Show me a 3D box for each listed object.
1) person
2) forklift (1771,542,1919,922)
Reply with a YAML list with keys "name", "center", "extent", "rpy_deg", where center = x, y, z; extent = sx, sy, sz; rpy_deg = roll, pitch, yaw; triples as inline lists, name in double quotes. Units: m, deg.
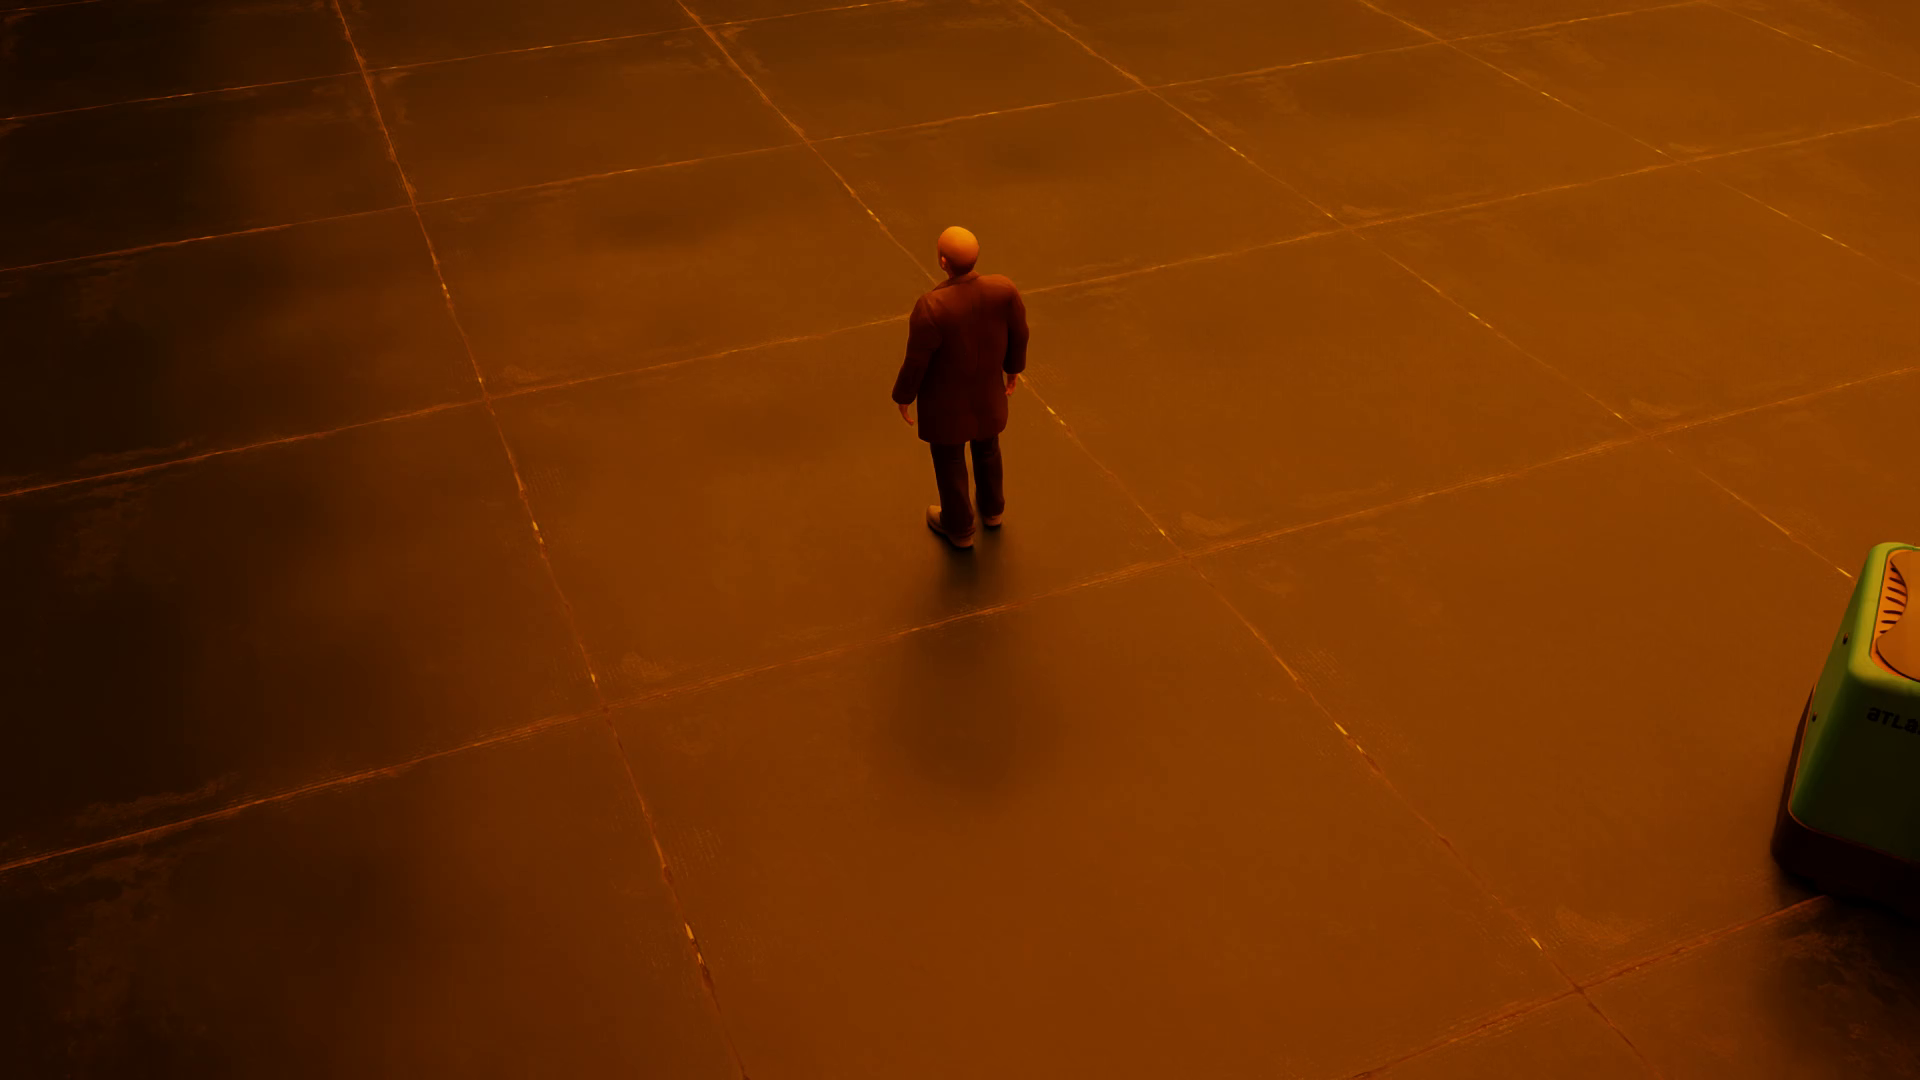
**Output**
- name: "person"
  center: [-0.031, -0.780, 8.178]
  extent: [0.696, 1.776, 0.582]
  rpy_deg: [-14, 38, -19]
- name: "forklift"
  center: [4.818, 0.328, 5.637]
  extent: [3.031, 2.935, 1.130]
  rpy_deg: [18, 39, 23]
